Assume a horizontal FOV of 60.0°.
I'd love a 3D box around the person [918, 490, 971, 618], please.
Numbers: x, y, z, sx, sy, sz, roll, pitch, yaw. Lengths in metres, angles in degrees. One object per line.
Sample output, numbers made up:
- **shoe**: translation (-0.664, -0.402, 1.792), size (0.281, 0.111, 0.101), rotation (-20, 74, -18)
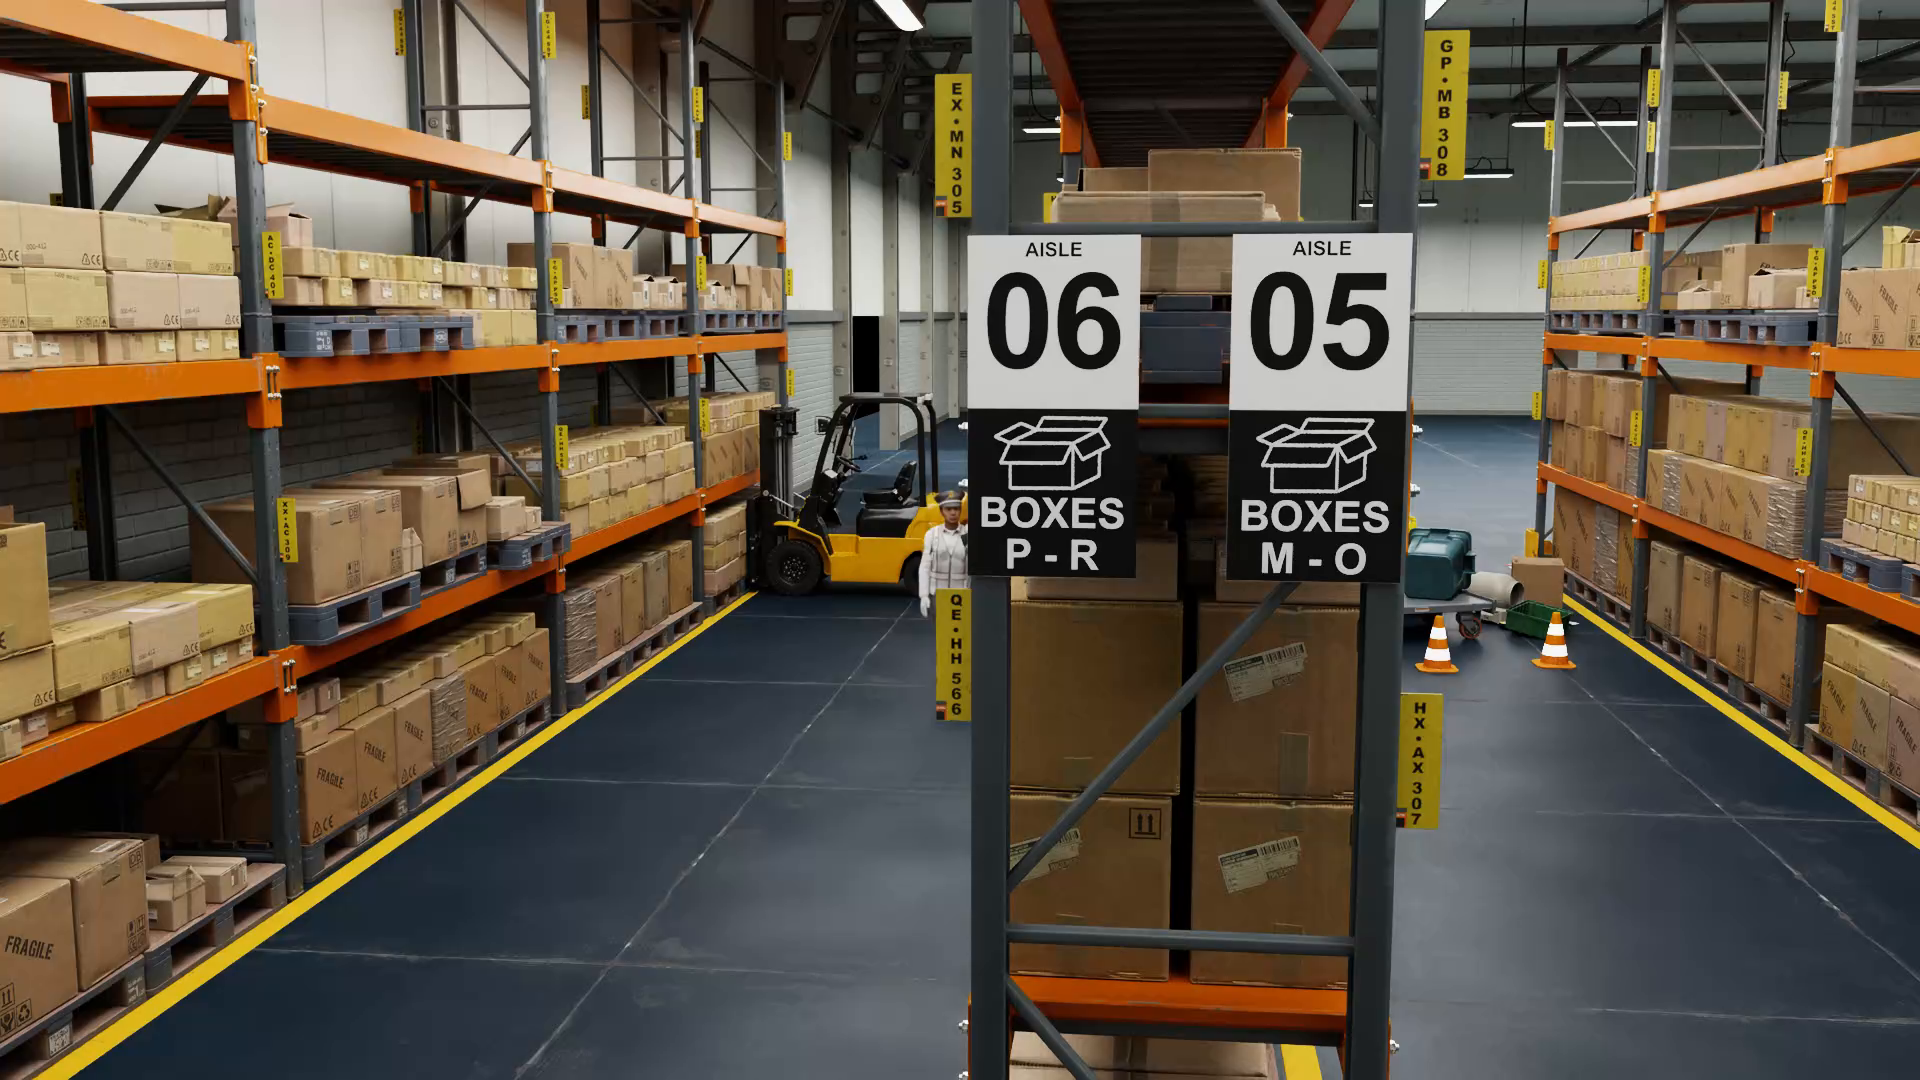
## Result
- **person**: translation (-0.092, 0.466, 12.749), size (0.464, 1.701, 0.784), rotation (1, 8, 6)
